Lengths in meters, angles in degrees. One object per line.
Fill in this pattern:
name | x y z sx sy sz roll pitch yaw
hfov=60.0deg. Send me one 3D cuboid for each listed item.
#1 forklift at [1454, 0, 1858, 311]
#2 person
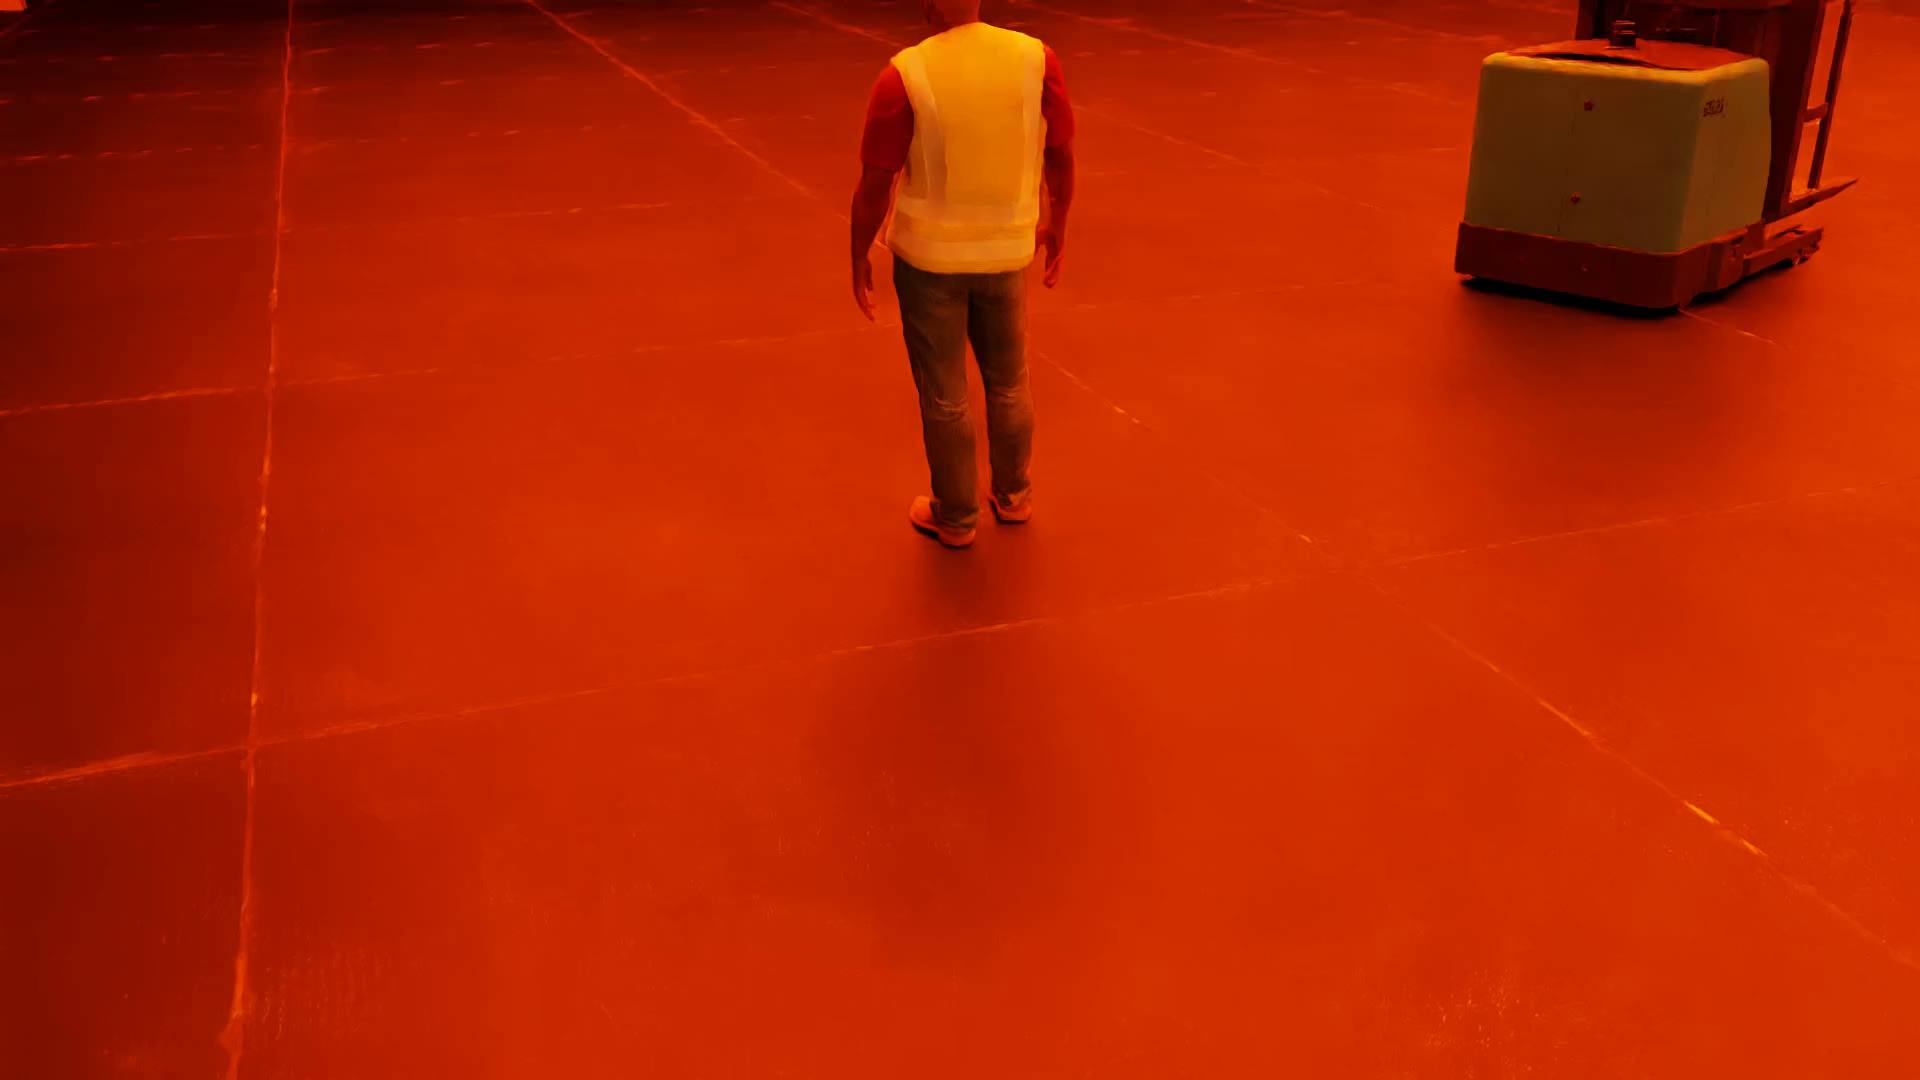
forklift | 3.753 -2.852 8.081 1.130 2.935 3.031 21 30 40
person | -0.019 -0.847 4.796 0.665 1.766 0.576 -8 24 -18
